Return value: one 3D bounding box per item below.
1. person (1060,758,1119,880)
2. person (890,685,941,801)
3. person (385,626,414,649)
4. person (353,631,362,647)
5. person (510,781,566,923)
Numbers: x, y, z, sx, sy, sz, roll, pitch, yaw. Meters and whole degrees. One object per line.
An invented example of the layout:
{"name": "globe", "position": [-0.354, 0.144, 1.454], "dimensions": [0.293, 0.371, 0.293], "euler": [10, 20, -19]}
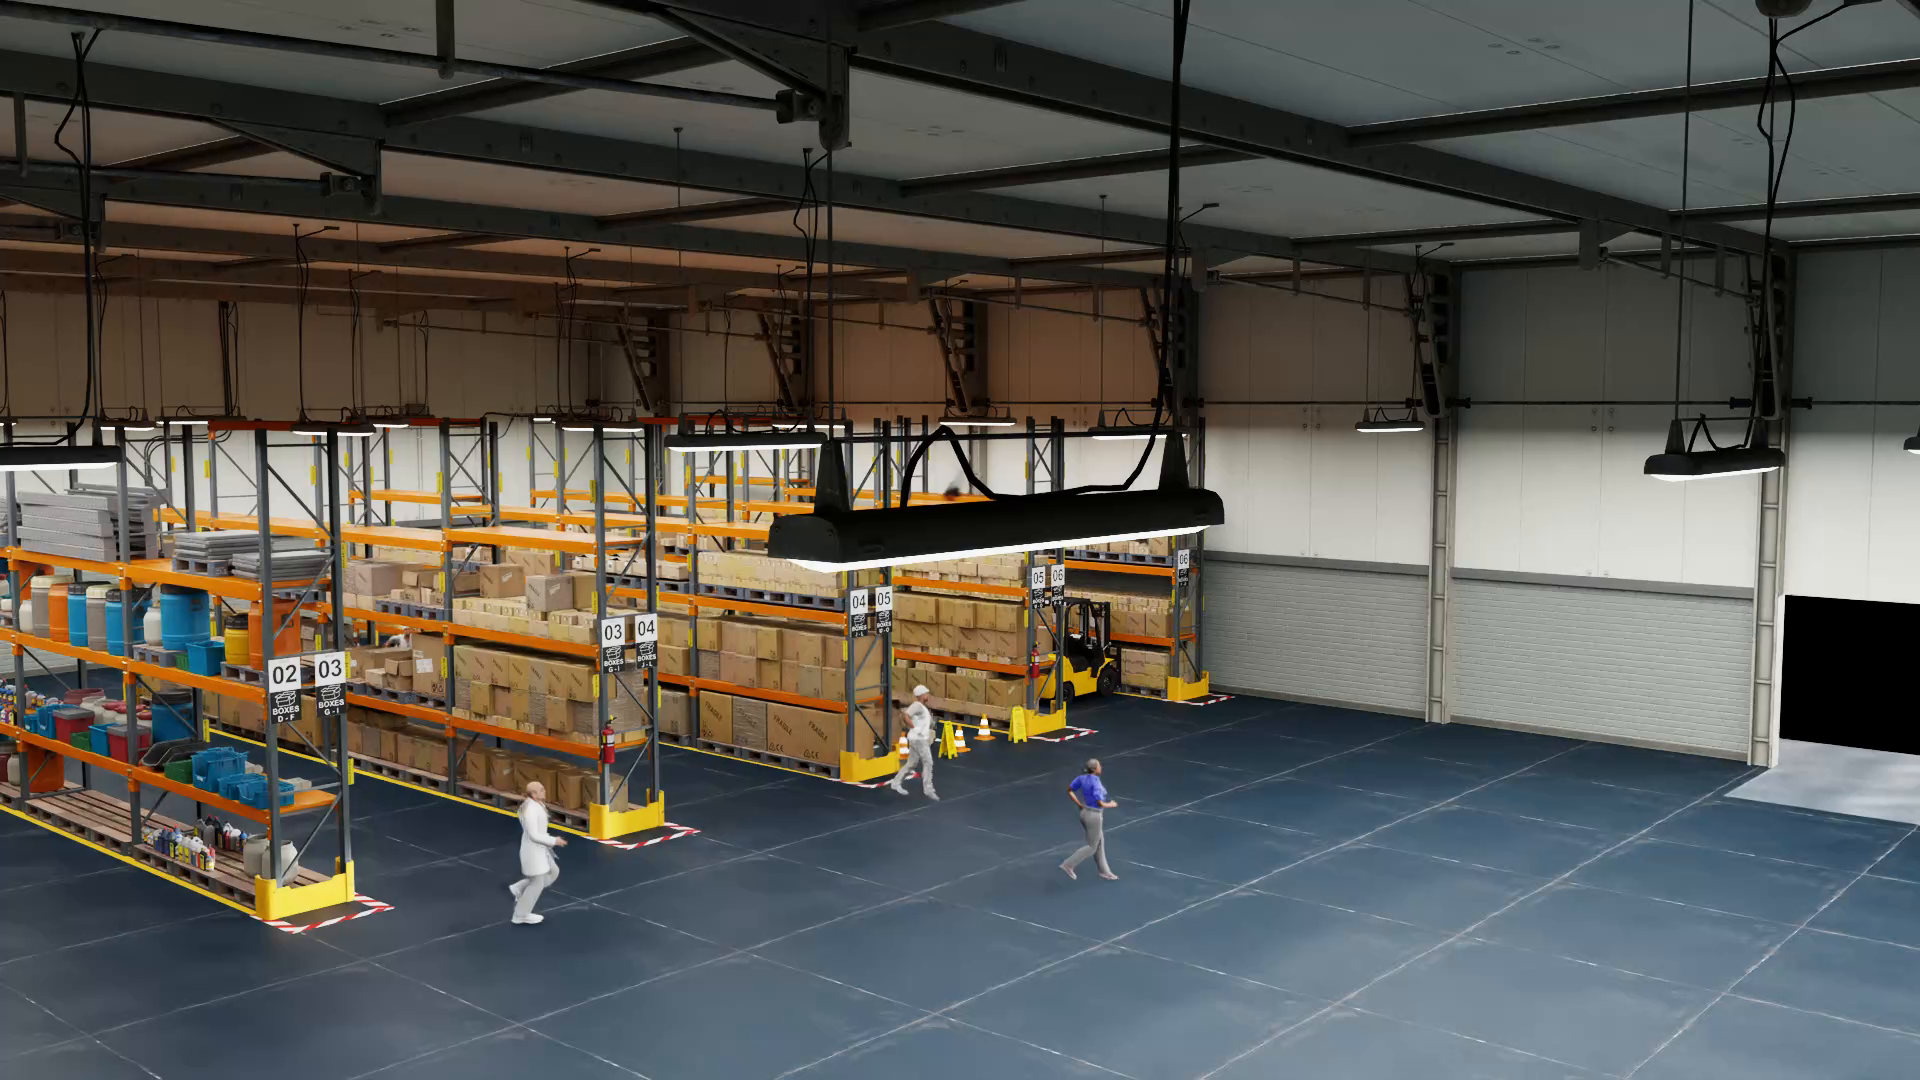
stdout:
{"name": "person", "position": [1.698, 3.695, 21.829], "dimensions": [0.903, 1.680, 0.595], "euler": [-2, 5, -24]}
{"name": "person", "position": [-0.727, 3.244, 26.705], "dimensions": [0.813, 1.825, 0.706], "euler": [0, 5, -5]}
{"name": "person", "position": [-11.576, 2.587, 34.584], "dimensions": [1.073, 1.788, 0.657], "euler": [4, 6, 37]}
{"name": "person", "position": [-11.998, 2.709, 33.092], "dimensions": [0.683, 1.795, 0.677], "euler": [4, 6, 38]}
{"name": "person", "position": [-5.135, 3.889, 20.245], "dimensions": [0.694, 1.518, 0.732], "euler": [-1, 5, -9]}
